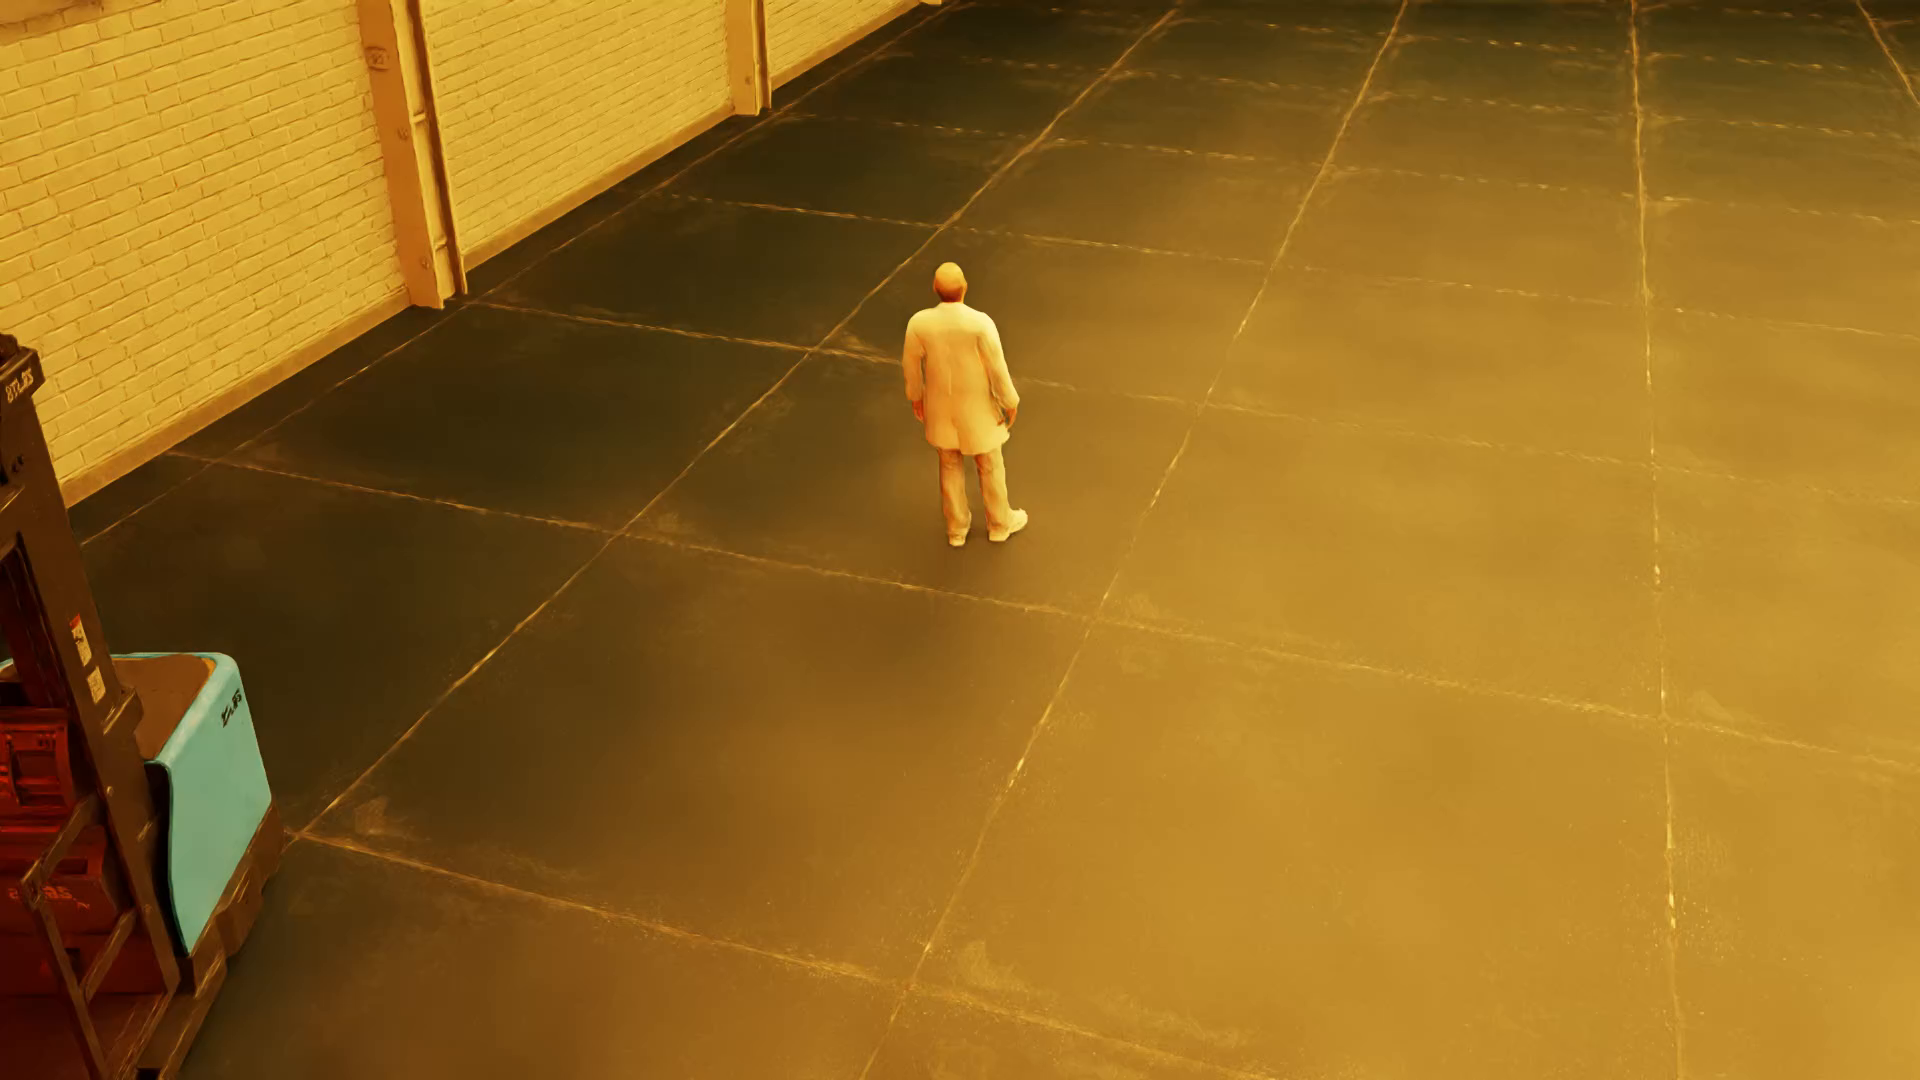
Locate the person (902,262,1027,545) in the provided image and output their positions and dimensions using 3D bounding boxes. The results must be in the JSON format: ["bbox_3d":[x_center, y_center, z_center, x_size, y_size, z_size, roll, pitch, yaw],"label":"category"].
[{"bbox_3d":[0.034,-0.821,9.726,0.694,1.776,0.579,10,31,16],"label":"person"}]

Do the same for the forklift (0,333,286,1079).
[{"bbox_3d":[-3.556,0.869,5.612,1.130,2.935,3.031,-1,30,-1],"label":"forklift"}]
